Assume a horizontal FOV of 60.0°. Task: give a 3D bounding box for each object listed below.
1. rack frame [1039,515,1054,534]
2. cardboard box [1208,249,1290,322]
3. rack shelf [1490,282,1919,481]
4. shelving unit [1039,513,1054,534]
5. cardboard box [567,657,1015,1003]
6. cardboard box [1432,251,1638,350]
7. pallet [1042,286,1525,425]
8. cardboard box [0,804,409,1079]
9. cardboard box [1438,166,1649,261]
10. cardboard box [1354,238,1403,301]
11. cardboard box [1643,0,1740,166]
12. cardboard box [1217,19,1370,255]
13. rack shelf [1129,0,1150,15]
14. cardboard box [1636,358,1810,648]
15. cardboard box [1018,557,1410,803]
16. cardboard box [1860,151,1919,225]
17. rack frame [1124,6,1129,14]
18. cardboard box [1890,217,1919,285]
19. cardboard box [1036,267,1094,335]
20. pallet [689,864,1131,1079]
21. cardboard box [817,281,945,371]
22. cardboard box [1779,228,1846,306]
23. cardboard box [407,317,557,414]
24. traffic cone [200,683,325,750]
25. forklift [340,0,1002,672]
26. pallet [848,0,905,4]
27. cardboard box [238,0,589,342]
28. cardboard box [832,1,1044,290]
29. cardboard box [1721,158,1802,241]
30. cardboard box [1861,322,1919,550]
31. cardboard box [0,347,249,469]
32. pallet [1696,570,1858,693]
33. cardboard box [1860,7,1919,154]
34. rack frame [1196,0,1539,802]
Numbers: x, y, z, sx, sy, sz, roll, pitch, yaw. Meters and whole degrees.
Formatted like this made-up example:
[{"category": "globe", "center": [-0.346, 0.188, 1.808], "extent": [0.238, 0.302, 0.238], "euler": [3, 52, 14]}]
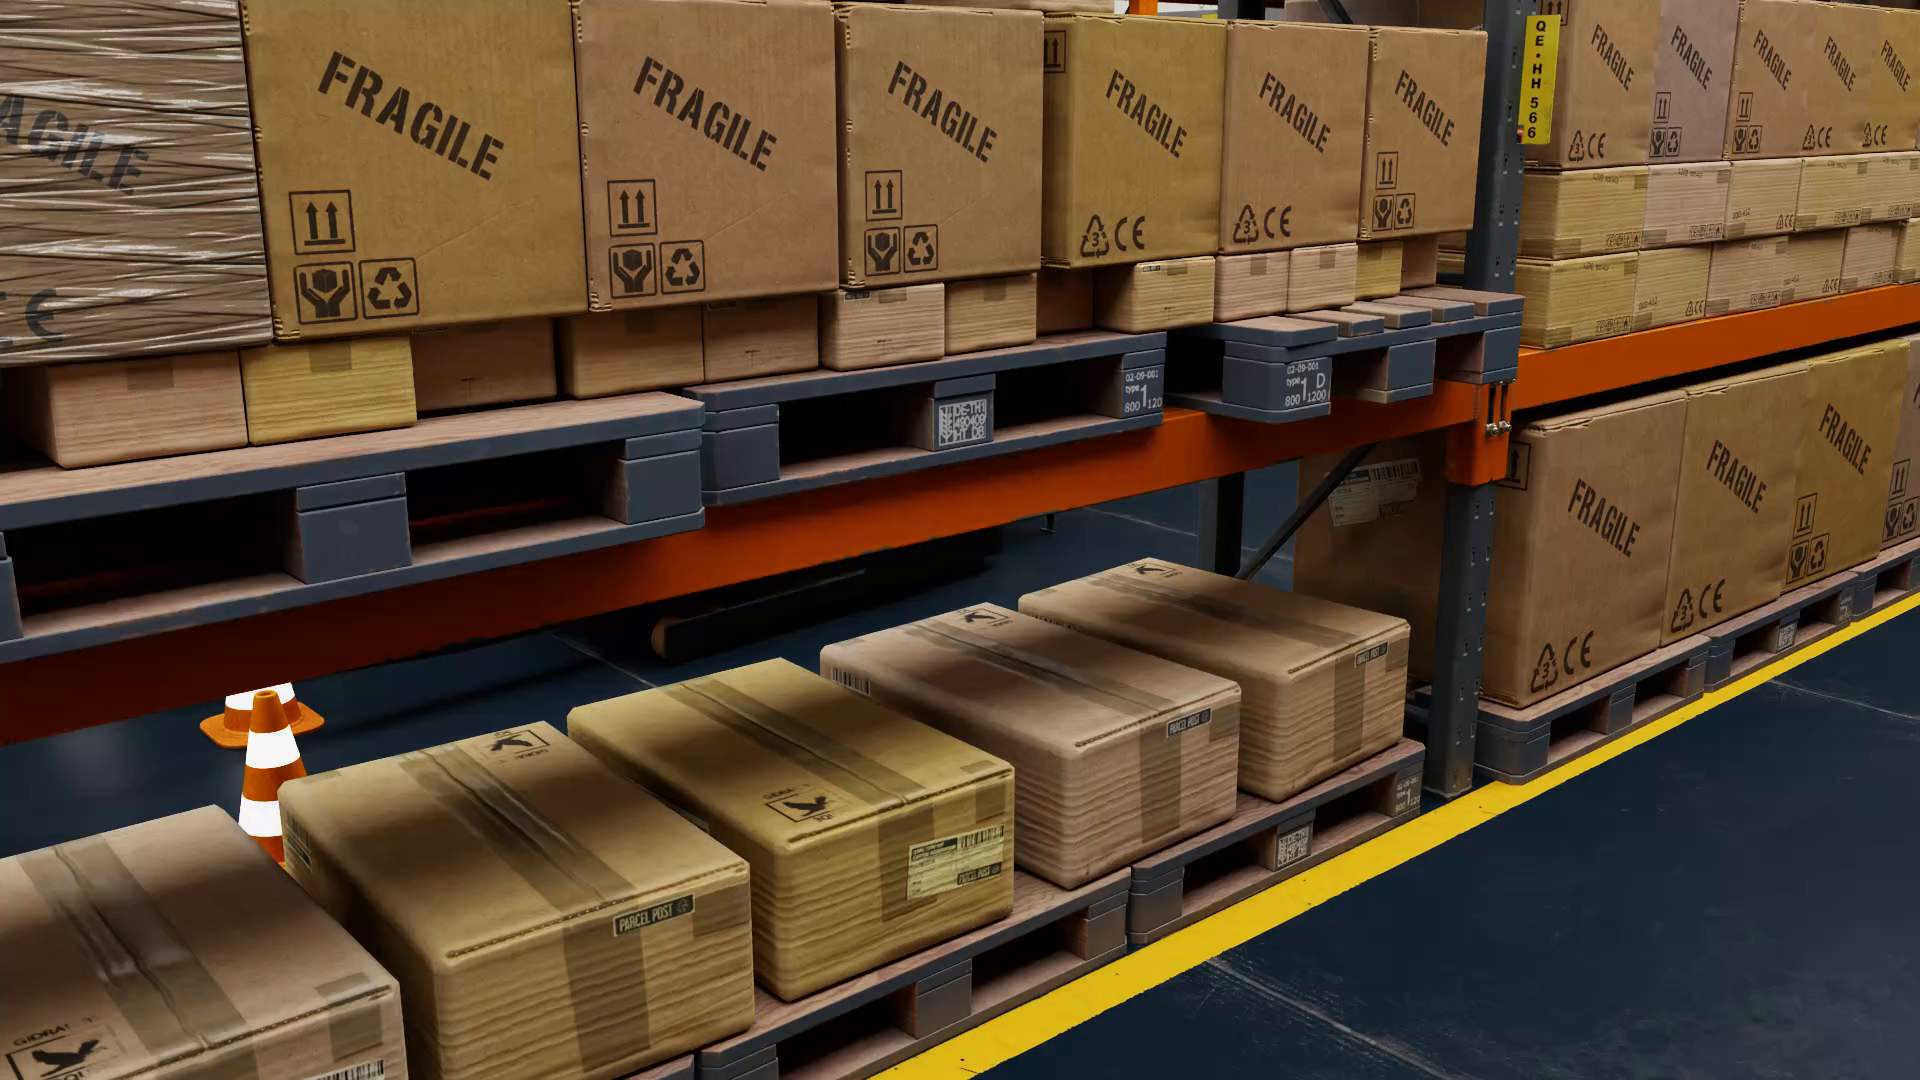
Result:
[{"category": "rack frame", "center": [0.309, -1.084, 7.739], "extent": [0.015, 2.100, 0.400], "euler": [-13, 19, -39]}, {"category": "cardboard box", "center": [0.546, -0.617, 3.919], "extent": [0.250, 0.149, 0.380], "euler": [-14, 20, -42]}, {"category": "rack shelf", "center": [2.658, -0.780, 6.250], "extent": [4.000, 0.370, 1.077], "euler": [-13, 19, -39]}, {"category": "shelving unit", "center": [0.125, -1.042, 7.584], "extent": [0.503, 2.100, 0.431], "euler": [-13, 19, -39]}, {"category": "cardboard box", "center": [-0.410, 0.626, 3.872], "extent": [0.625, 0.372, 0.950], "euler": [-12, 19, -38]}, {"category": "cardboard box", "center": [1.684, -0.750, 5.035], "extent": [0.500, 0.250, 0.500], "euler": [-13, 20, -40]}, {"category": "pallet", "center": [0.682, -0.554, 4.384], "extent": [1.003, 0.211, 1.213], "euler": [-13, 19, -39]}, {"category": "cardboard box", "center": [-1.474, 0.867, 2.971], "extent": [0.625, 0.372, 0.950], "euler": [-12, 19, -39]}, {"category": "cardboard box", "center": [1.694, -0.995, 4.985], "extent": [0.500, 0.250, 0.500], "euler": [-13, 20, -40]}, {"category": "cardboard box", "center": [0.902, -0.709, 4.265], "extent": [0.250, 0.149, 0.380], "euler": [-12, 19, -39]}, {"category": "cardboard box", "center": [2.050, -1.442, 5.203], "extent": [0.500, 0.500, 0.500], "euler": [-13, 19, -39]}, {"category": "cardboard box", "center": [0.606, -0.962, 3.957], "extent": [0.500, 0.500, 0.500], "euler": [-13, 20, -40]}, {"category": "rack shelf", "center": [-0.667, -3.175, 9.407], "extent": [4.000, 0.370, 1.077], "euler": [-13, 19, -39]}, {"category": "cardboard box", "center": [2.401, -0.216, 6.049], "extent": [0.875, 0.875, 0.875], "euler": [-12, 19, -39]}, {"category": "cardboard box", "center": [0.717, 0.372, 4.823], "extent": [0.625, 0.372, 0.950], "euler": [-14, 21, -43]}, {"category": "cardboard box", "center": [3.235, -1.338, 6.268], "extent": [0.500, 0.250, 0.500], "euler": [-12, 19, -38]}, {"category": "rack frame", "center": [0.842, -2.413, 10.969], "extent": [0.127, 3.000, 1.000], "euler": [-13, 19, -39]}, {"category": "cardboard box", "center": [3.609, -1.182, 6.655], "extent": [0.500, 0.250, 0.500], "euler": [-13, 20, -40]}, {"category": "cardboard box", "center": [0.076, -0.549, 3.666], "extent": [0.250, 0.149, 0.380], "euler": [-12, 19, -39]}, {"category": "pallet", "center": [-0.361, 0.897, 3.985], "extent": [1.213, 0.211, 1.003], "euler": [-13, 19, -39]}, {"category": "cardboard box", "center": [-0.242, -0.440, 3.257], "extent": [0.250, 0.149, 0.380], "euler": [-12, 19, -37]}, {"category": "cardboard box", "center": [2.829, -1.012, 6.018], "extent": [0.500, 0.250, 0.500], "euler": [-13, 19, -39]}, {"category": "cardboard box", "center": [-0.886, -0.328, 2.838], "extent": [0.250, 0.149, 0.380], "euler": [-11, 19, -36]}, {"category": "traffic cone", "center": [-2.289, 0.388, 5.399], "extent": [0.334, 0.463, 0.336], "euler": [-13, 19, -39]}, {"category": "forklift", "center": [-1.205, -1.120, 6.263], "extent": [1.130, 2.935, 3.031], "euler": [14, 20, 43]}, {"category": "pallet", "center": [-0.794, -5.144, 15.554], "extent": [1.213, 0.211, 1.003], "euler": [-13, 19, -39]}, {"category": "cardboard box", "center": [-0.948, -0.614, 2.653], "extent": [0.500, 0.500, 0.500], "euler": [-13, 19, -39]}, {"category": "cardboard box", "center": [-0.186, -0.784, 3.290], "extent": [0.500, 0.500, 0.500], "euler": [-14, 20, -42]}, {"category": "cardboard box", "center": [2.469, -1.165, 5.619], "extent": [0.500, 0.250, 0.500], "euler": [-13, 20, -40]}, {"category": "cardboard box", "center": [3.752, -0.522, 7.194], "extent": [0.875, 0.875, 0.875], "euler": [-12, 19, -38]}, {"category": "cardboard box", "center": [-1.244, -0.224, 2.451], "extent": [0.250, 0.149, 0.380], "euler": [-12, 19, -39]}, {"category": "pallet", "center": [2.714, 0.234, 6.464], "extent": [1.213, 0.211, 1.003], "euler": [-13, 19, -39]}, {"category": "cardboard box", "center": [3.214, -1.702, 6.177], "extent": [0.500, 0.500, 0.500], "euler": [-12, 19, -38]}, {"category": "rack frame", "center": [1.150, -0.788, 4.889], "extent": [0.127, 3.000, 1.000], "euler": [-13, 19, -39]}]
